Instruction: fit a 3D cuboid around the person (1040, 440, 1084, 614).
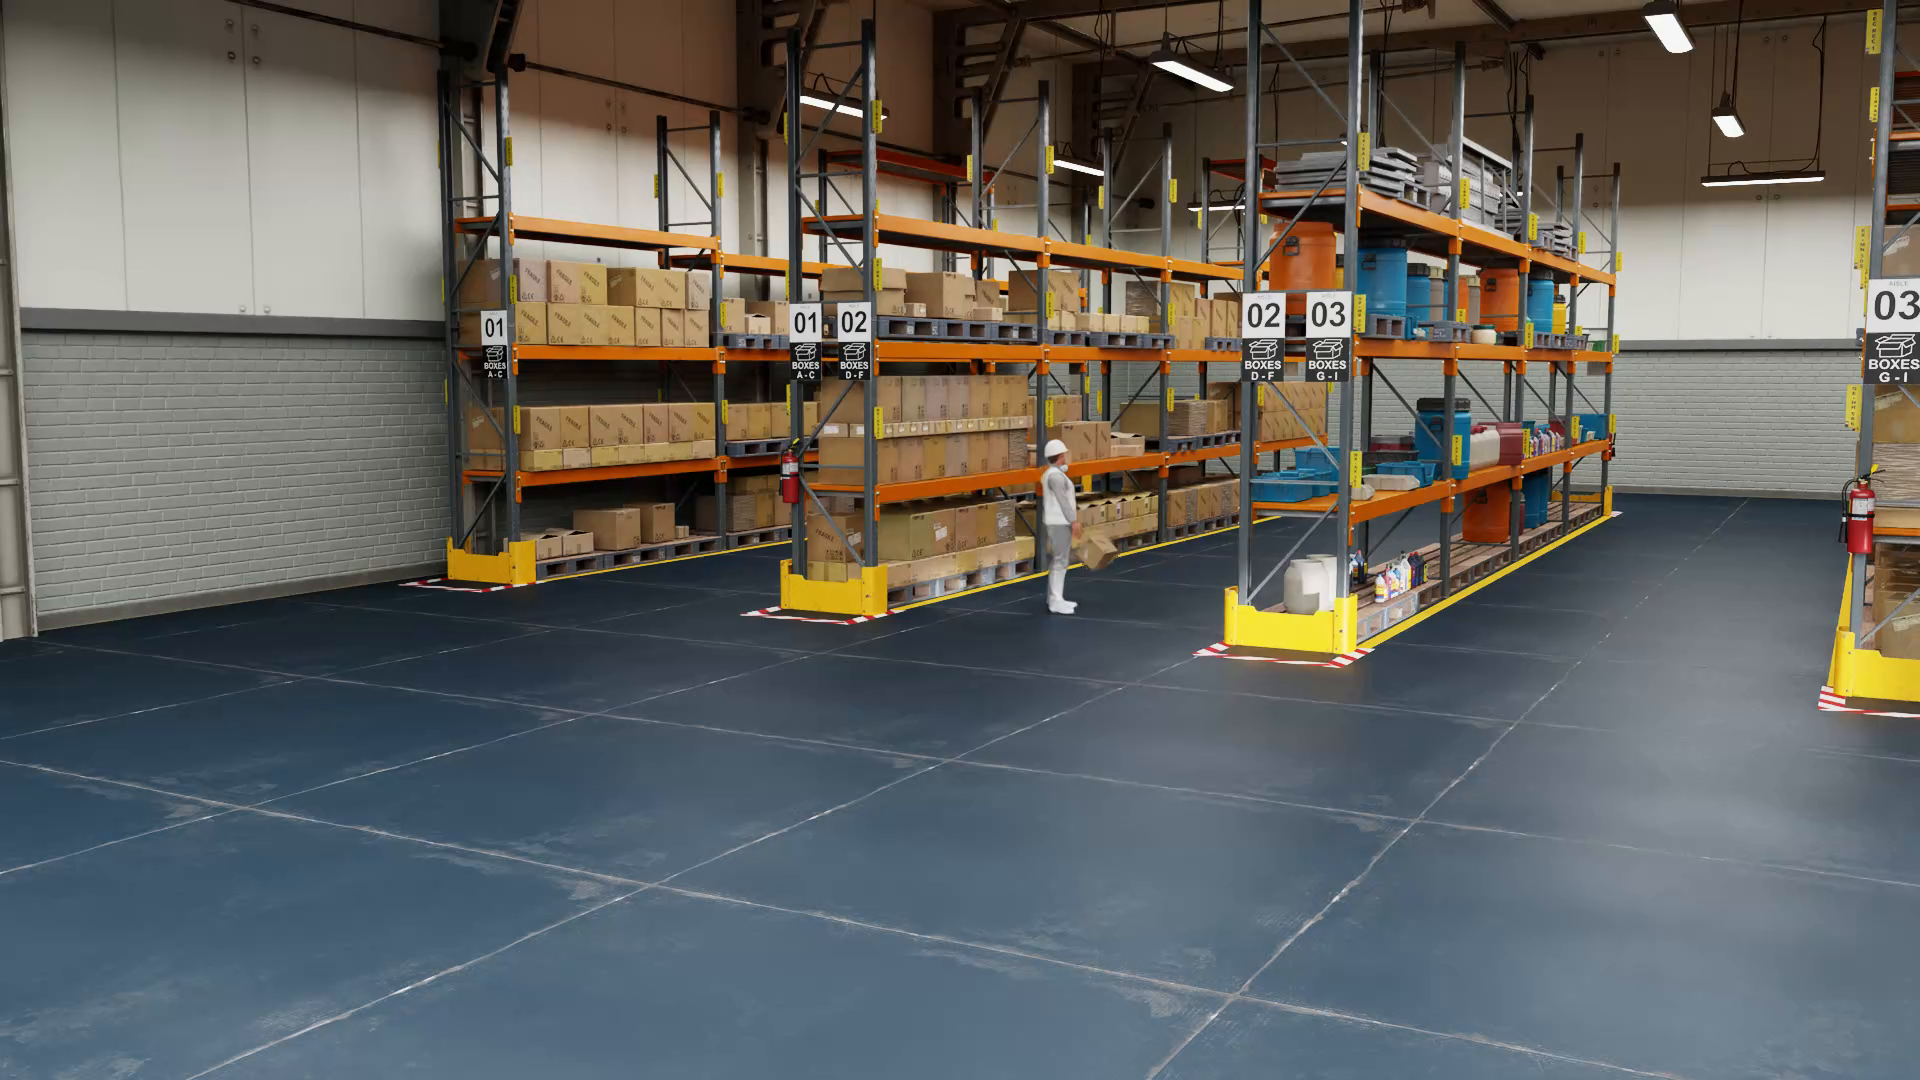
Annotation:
[{"bbox_3d":[1.065,-0.154,17.367,0.419,1.777,0.612,0,6,-3],"label":"person"}]
